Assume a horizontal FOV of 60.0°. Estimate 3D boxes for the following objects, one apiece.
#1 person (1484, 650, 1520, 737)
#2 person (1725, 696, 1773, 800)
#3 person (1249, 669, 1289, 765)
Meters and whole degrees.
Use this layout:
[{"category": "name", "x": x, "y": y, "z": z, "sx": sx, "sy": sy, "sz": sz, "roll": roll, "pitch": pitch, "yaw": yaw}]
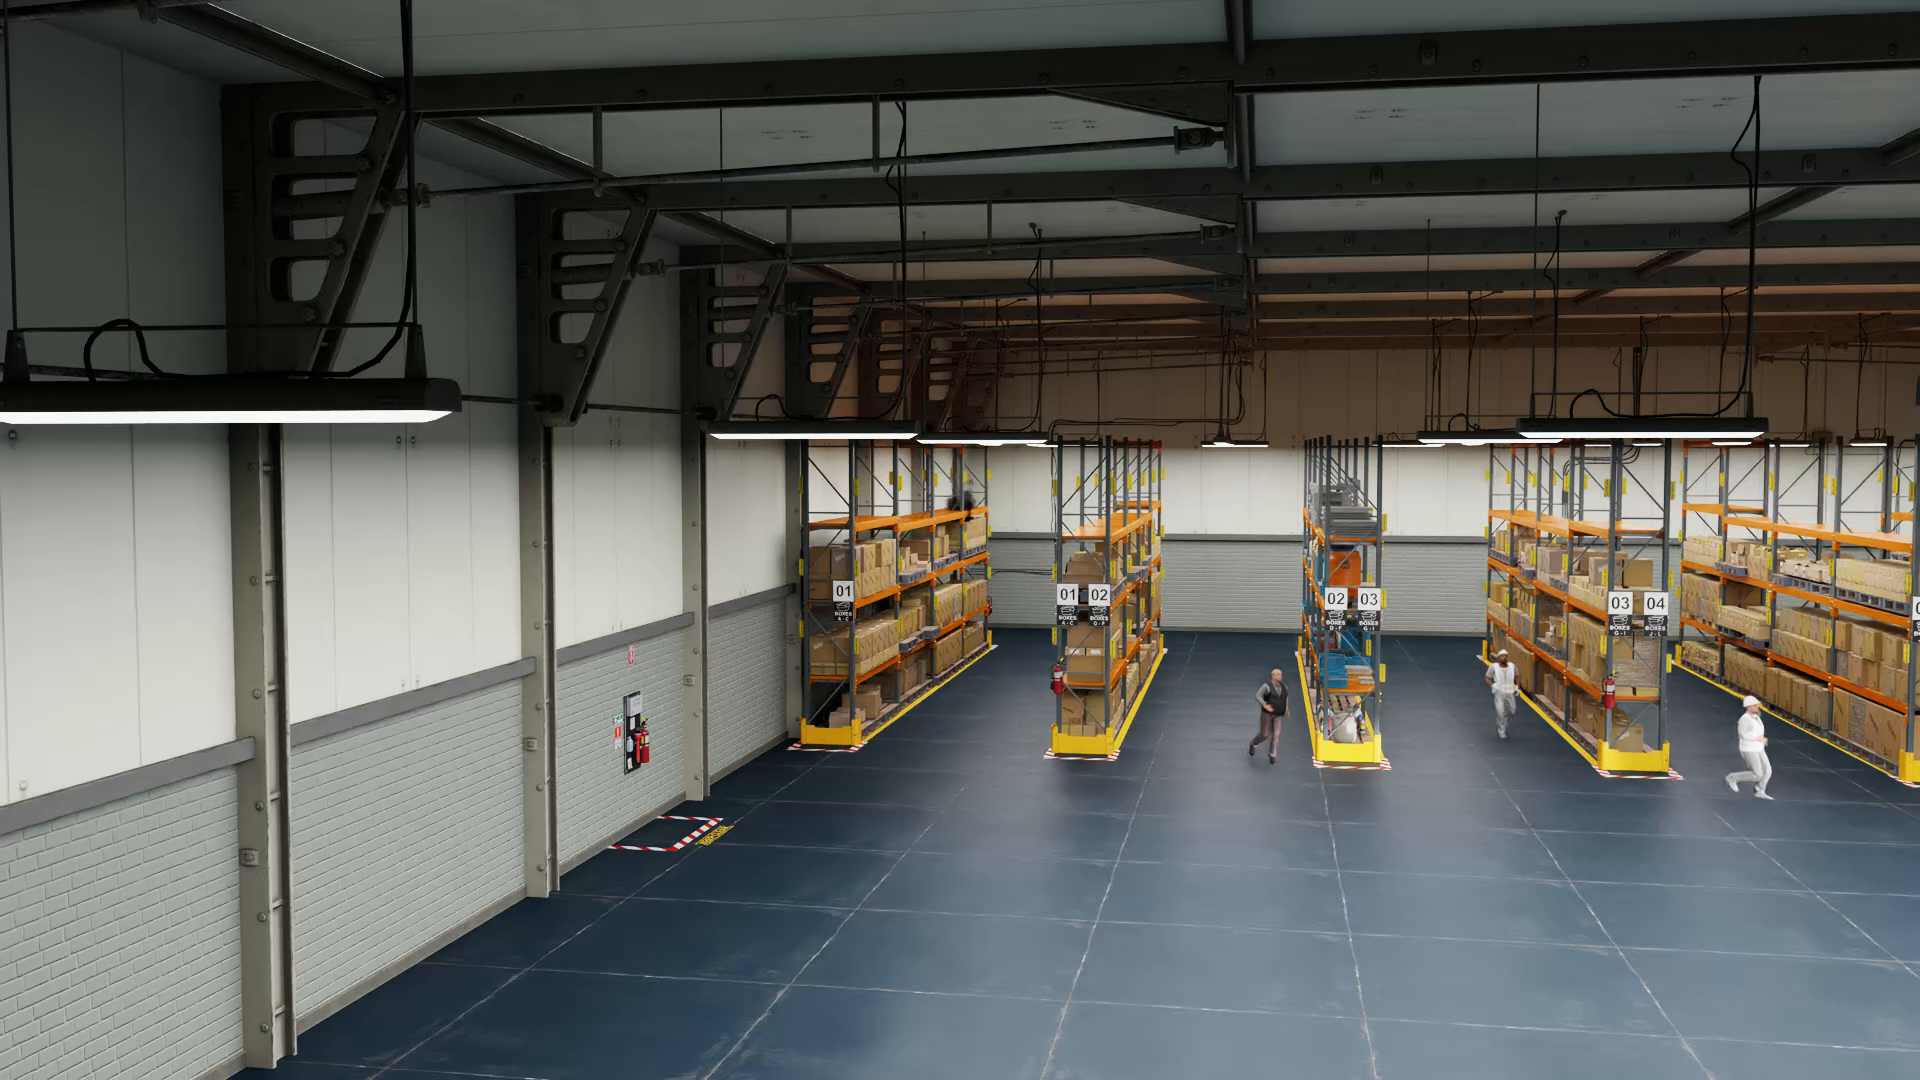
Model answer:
[{"category": "person", "x": 10.867, "y": 3.061, "z": 33.283, "sx": 0.718, "sy": 1.739, "sz": 0.627, "roll": 0, "pitch": 3, "yaw": 1}, {"category": "person", "x": 12.951, "y": 3.411, "z": 27.296, "sx": 0.661, "sy": 1.719, "sz": 0.689, "roll": 3, "pitch": 4, "yaw": 43}, {"category": "person", "x": 5.765, "y": 3.221, "z": 30.544, "sx": 0.685, "sy": 1.680, "sz": 0.922, "roll": -1, "pitch": 3, "yaw": -13}]
